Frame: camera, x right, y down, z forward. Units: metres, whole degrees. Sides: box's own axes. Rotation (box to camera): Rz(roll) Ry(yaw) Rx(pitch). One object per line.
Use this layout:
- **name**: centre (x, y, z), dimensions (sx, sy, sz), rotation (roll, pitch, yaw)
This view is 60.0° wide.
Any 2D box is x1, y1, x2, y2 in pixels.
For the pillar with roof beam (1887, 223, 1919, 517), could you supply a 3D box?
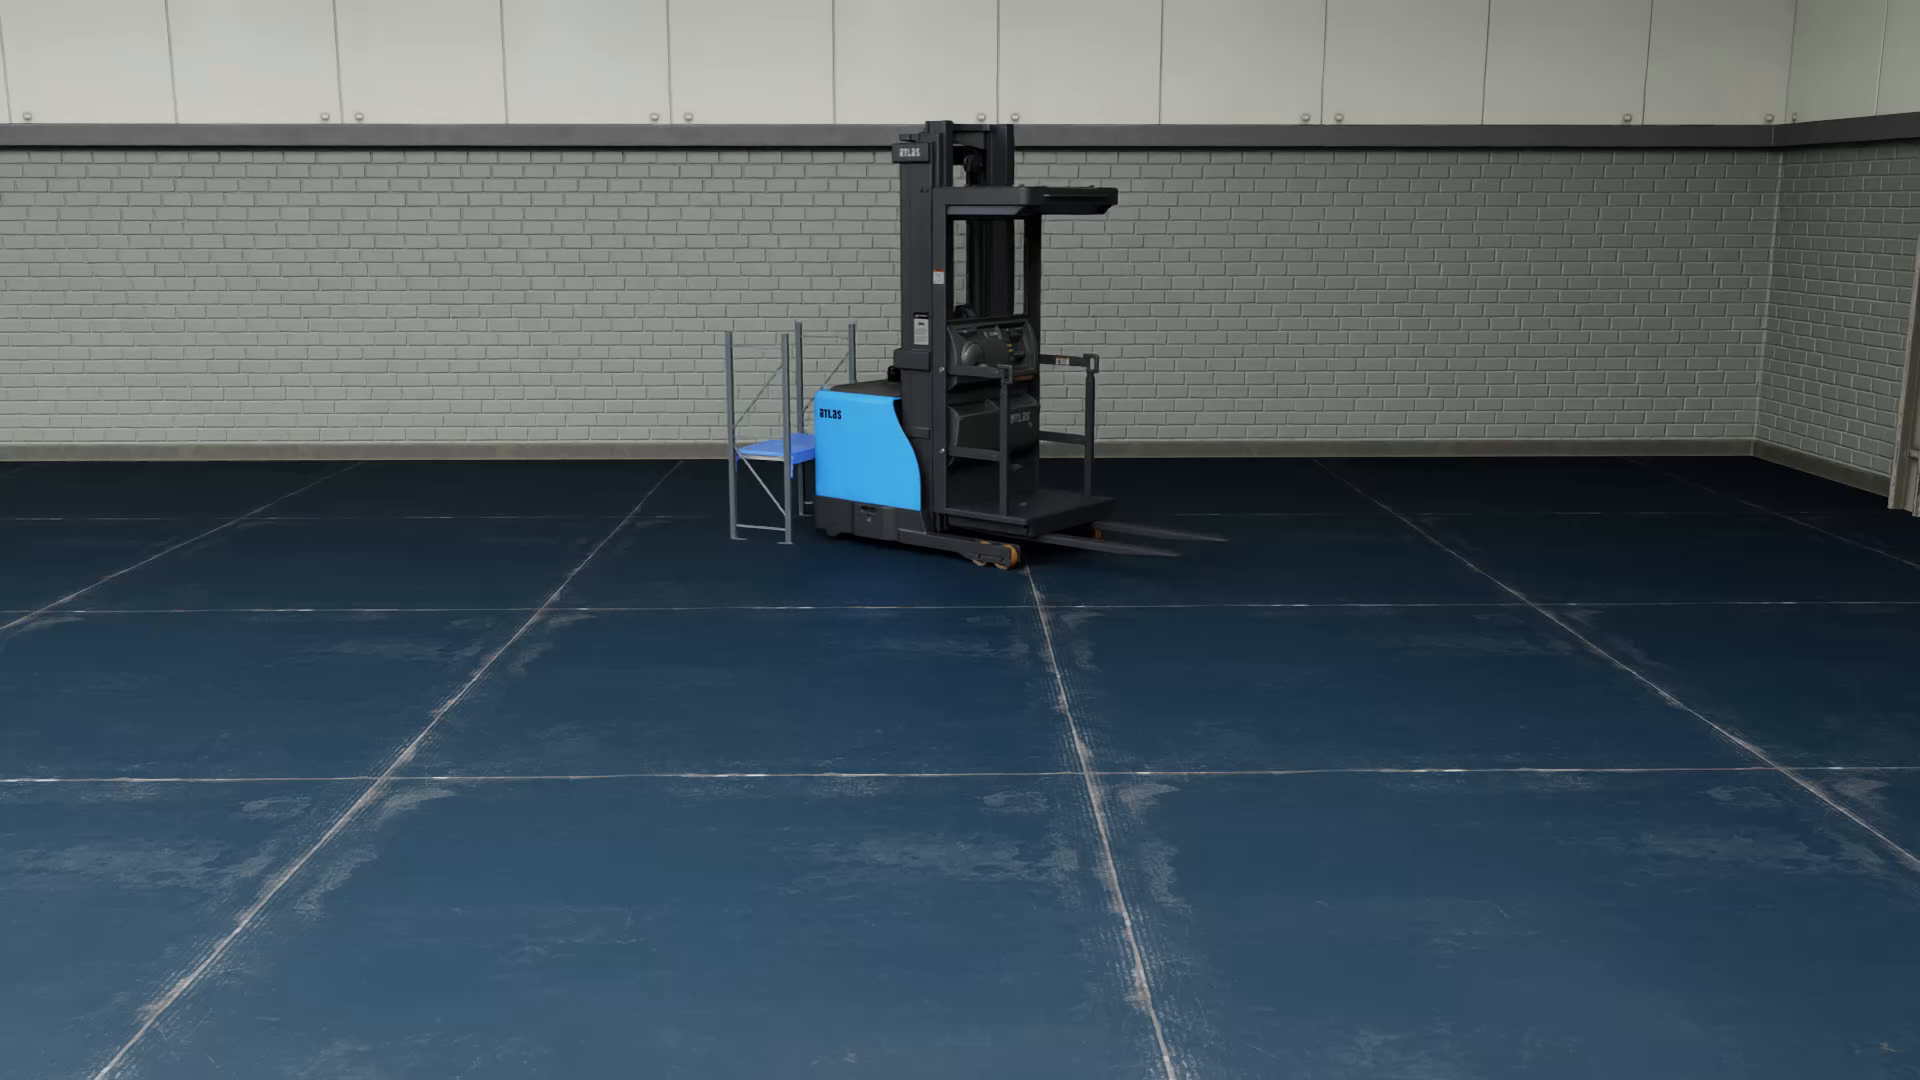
- **pillar with roof beam**: centre (3.294, -4.615, 12.172), dimensions (9.100, 9.000, 0.400), rotation (0, 11, -1)

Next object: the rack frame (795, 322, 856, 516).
- **rack frame**: centre (-1.025, -0.910, 12.770), dimensions (0.500, 1.500, 0.032), rotation (5, 12, 23)

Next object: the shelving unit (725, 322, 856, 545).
- **shelving unit**: centre (-1.229, -0.817, 12.314), dimensions (0.538, 1.500, 1.048), rotation (5, 12, 23)

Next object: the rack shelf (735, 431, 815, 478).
- **rack shelf**: centre (-1.229, -0.641, 12.350), dimensions (0.538, 0.185, 1.000), rotation (5, 12, 23)

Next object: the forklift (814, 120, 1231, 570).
- **forklift**: centre (0.397, -1.357, 11.377), dimensions (3.031, 2.935, 1.130), rotation (9, 15, 38)

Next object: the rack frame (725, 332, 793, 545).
- **rack frame**: centre (-1.434, -0.724, 11.858), dimensions (0.500, 1.500, 0.032), rotation (5, 12, 23)
